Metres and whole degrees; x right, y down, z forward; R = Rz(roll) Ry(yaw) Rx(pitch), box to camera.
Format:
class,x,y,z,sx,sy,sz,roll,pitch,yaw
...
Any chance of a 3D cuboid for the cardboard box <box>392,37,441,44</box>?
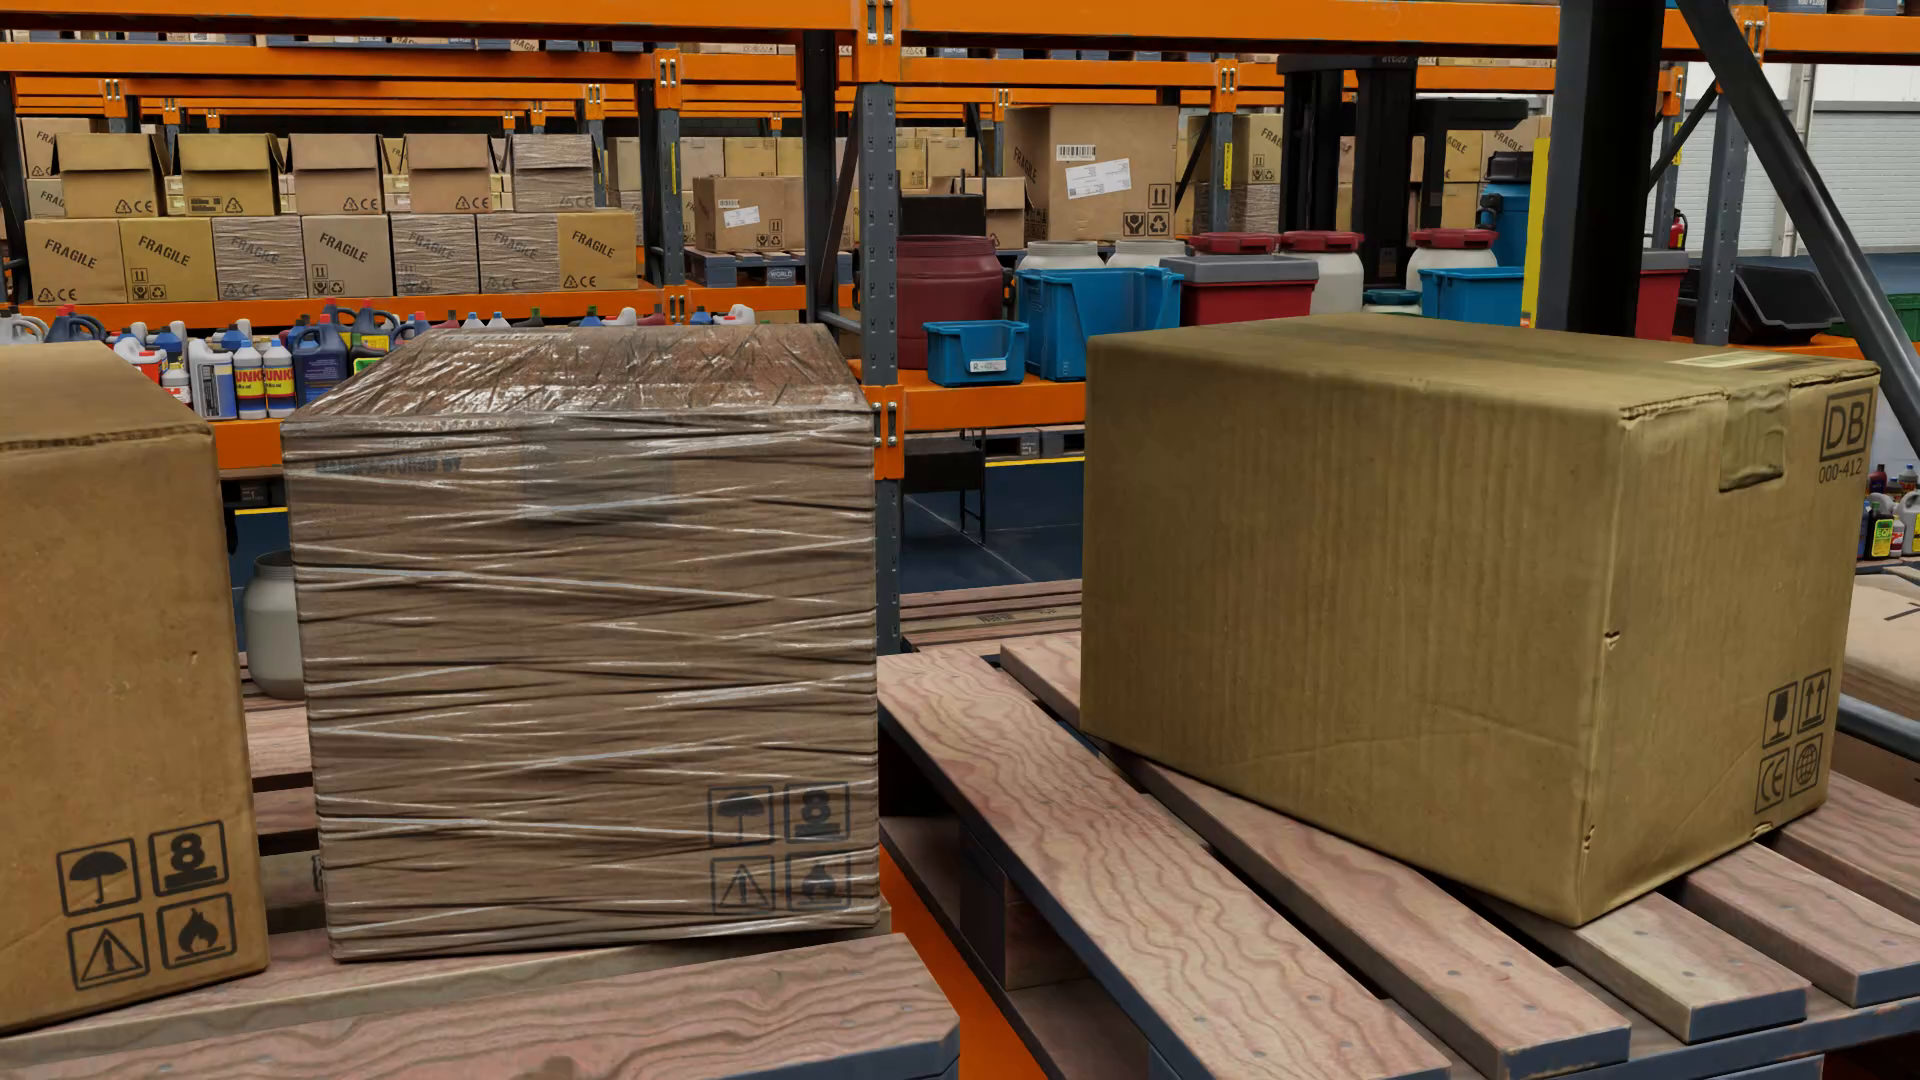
class,x,y,z,sx,sy,sz,roll,pitch,yaw
cardboard box,-4.928,-4.393,14.932,0.500,0.500,0.500,-4,14,-18

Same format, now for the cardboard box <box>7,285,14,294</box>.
class,x,y,z,sx,sy,sz,roll,pitch,yaw
cardboard box,-10.466,-2.711,19.186,0.875,0.438,0.875,-5,14,-20

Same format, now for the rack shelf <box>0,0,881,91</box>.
class,x,y,z,sx,sy,sz,roll,pitch,yaw
rack shelf,-2.352,-1.839,5.965,4.000,0.370,1.077,-4,14,-18

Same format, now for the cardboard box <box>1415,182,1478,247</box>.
class,x,y,z,sx,sy,sz,roll,pitch,yaw
cardboard box,3.615,-2.588,13.181,0.500,0.500,0.875,-4,14,-18

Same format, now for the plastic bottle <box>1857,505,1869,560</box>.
class,x,y,z,sx,sy,sz,roll,pitch,yaw
plastic bottle,4.410,-0.080,8.272,0.185,0.351,0.144,-5,14,-20

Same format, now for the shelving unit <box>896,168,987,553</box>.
class,x,y,z,sx,sy,sz,roll,pitch,yaw
shelving unit,-0.157,-1.009,9.348,0.503,2.100,0.431,-4,14,-18

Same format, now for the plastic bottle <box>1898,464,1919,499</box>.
class,x,y,z,sx,sy,sz,roll,pitch,yaw
plastic bottle,5.308,-0.289,9.321,0.097,0.271,0.097,0,13,0

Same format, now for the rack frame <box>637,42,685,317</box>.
class,x,y,z,sx,sy,sz,roll,pitch,yaw
rack frame,-2.037,-1.964,11.416,0.127,3.000,1.000,-4,14,-18

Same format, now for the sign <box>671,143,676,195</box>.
class,x,y,z,sx,sy,sz,roll,pitch,yaw
sign,-1.856,-2.405,10.771,0.005,0.325,0.100,-4,14,-18

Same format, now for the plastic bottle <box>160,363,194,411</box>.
class,x,y,z,sx,sy,sz,roll,pitch,yaw
plastic bottle,-2.692,-0.507,5.721,0.097,0.201,0.097,0,13,0

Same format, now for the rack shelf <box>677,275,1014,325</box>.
class,x,y,z,sx,sy,sz,roll,pitch,yaw
rack shelf,-0.141,-1.761,12.120,4.000,0.370,1.077,-4,14,-18

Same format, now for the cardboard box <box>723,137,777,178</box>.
class,x,y,z,sx,sy,sz,roll,pitch,yaw
cardboard box,-2.130,-3.701,16.343,0.500,0.500,0.700,-5,14,-19

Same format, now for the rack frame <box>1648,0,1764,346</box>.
class,x,y,z,sx,sy,sz,roll,pitch,yaw
rack frame,3.334,-1.173,8.090,0.127,3.000,1.000,-4,14,-18

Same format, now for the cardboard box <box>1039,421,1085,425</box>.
class,x,y,z,sx,sy,sz,roll,pitch,yaw
cardboard box,0.708,-1.185,12.594,0.500,0.500,0.700,-5,14,-18

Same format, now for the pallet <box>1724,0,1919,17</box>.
class,x,y,z,sx,sy,sz,roll,pitch,yaw
pallet,3.987,-2.615,8.079,1.003,0.211,1.213,-4,14,-18

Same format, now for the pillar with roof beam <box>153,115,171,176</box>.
class,x,y,z,sx,sy,sz,roll,pitch,yaw
pillar with roof beam,-10.149,-7.051,19.839,0.400,9.000,9.100,-4,14,-18

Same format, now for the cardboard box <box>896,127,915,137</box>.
class,x,y,z,sx,sy,sz,roll,pitch,yaw
cardboard box,-0.920,-5.097,21.569,0.500,0.500,0.700,-5,14,-19

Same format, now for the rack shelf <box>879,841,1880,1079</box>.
class,x,y,z,sx,sy,sz,roll,pitch,yaw
rack shelf,-0.776,0.707,1.743,4.000,0.370,1.077,-4,14,-18

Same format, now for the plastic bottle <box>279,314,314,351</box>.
class,x,y,z,sx,sy,sz,roll,pitch,yaw
plastic bottle,-2.601,-0.744,6.539,0.133,0.283,0.061,-4,14,-18

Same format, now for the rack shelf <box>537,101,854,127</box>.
class,x,y,z,sx,sy,sz,roll,pitch,yaw
rack shelf,-3.302,-5.394,20.910,4.000,0.370,1.077,-4,14,-18

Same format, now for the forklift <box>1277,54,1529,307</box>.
class,x,y,z,sx,sy,sz,roll,pitch,yaw
forklift,2.862,-1.761,10.710,3.031,2.935,1.130,-6,15,-25

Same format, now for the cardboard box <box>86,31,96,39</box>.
class,x,y,z,sx,sy,sz,roll,pitch,yaw
cardboard box,-7.846,-4.410,14.464,0.500,0.250,0.500,-4,14,-16

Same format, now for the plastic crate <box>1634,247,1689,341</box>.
class,x,y,z,sx,sy,sz,roll,pitch,yaw
plastic crate,2.973,-1.101,7.650,0.583,0.464,0.402,-4,14,-18

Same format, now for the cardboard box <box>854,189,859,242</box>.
class,x,y,z,sx,sy,sz,roll,pitch,yaw
cardboard box,-1.099,-3.231,16.528,0.500,0.500,0.500,-4,14,-17

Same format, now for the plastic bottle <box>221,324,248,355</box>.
class,x,y,z,sx,sy,sz,roll,pitch,yaw
plastic bottle,-2.749,-0.685,6.317,0.097,0.271,0.097,0,13,0

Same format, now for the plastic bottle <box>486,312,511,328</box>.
class,x,y,z,sx,sy,sz,roll,pitch,yaw
plastic bottle,-1.872,-0.790,6.760,0.097,0.271,0.097,0,13,0

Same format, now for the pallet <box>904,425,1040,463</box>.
class,x,y,z,sx,sy,sz,roll,pitch,yaw
pallet,-0.141,-0.754,12.355,1.213,0.211,1.003,-4,14,-18

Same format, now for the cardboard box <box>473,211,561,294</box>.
class,x,y,z,sx,sy,sz,roll,pitch,yaw
cardboard box,-2.900,-1.886,10.873,0.500,0.500,0.500,-5,14,-19

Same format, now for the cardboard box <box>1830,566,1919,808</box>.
class,x,y,z,sx,sy,sz,roll,pitch,yaw
cardboard box,1.478,0.235,2.364,0.500,0.311,0.500,-4,14,-15

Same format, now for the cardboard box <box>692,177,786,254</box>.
class,x,y,z,sx,sy,sz,roll,pitch,yaw
cardboard box,-1.538,-2.265,11.560,0.500,0.500,0.500,-6,15,-25

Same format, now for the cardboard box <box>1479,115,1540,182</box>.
class,x,y,z,sx,sy,sz,roll,pitch,yaw
cardboard box,4.156,-3.065,13.025,0.500,0.500,0.500,-4,14,-18

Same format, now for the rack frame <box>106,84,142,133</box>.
class,x,y,z,sx,sy,sz,roll,pitch,yaw
rack frame,-7.314,-2.764,14.779,0.127,3.000,1.000,-4,14,-18

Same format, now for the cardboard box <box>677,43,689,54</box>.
class,x,y,z,sx,sy,sz,roll,pitch,yaw
cardboard box,-1.664,-3.439,11.460,0.500,0.250,0.500,-4,14,-18

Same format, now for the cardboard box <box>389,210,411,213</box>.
class,x,y,z,sx,sy,sz,roll,pitch,yaw
cardboard box,-3.557,-1.959,11.180,0.500,0.500,0.500,-5,14,-19

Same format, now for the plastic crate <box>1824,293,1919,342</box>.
class,x,y,z,sx,sy,sz,roll,pitch,yaw
plastic crate,4.711,-1.108,8.276,0.662,0.188,0.450,-4,14,-18

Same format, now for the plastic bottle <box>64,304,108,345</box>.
class,x,y,z,sx,sy,sz,roll,pitch,yaw
plastic bottle,-3.306,-0.711,6.258,0.185,0.351,0.144,-4,14,-18

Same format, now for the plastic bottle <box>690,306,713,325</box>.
class,x,y,z,sx,sy,sz,roll,pitch,yaw
plastic bottle,-1.089,-0.851,7.017,0.097,0.271,0.097,0,13,0

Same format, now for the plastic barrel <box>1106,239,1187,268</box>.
class,x,y,z,sx,sy,sz,roll,pitch,yaw
plastic barrel,0.849,-1.086,7.483,0.421,0.512,0.421,0,13,0

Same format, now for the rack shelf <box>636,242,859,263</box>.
class,x,y,z,sx,sy,sz,roll,pitch,yaw
rack shelf,-1.627,-2.857,16.724,4.000,0.370,1.077,-4,14,-18

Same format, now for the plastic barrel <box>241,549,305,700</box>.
class,x,y,z,sx,sy,sz,roll,pitch,yaw
plastic barrel,-2.492,0.313,6.313,0.421,0.512,0.421,0,13,0

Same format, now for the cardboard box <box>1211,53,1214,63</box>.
class,x,y,z,sx,sy,sz,roll,pitch,yaw
cardboard box,2.103,-3.736,12.709,0.500,0.250,0.500,-4,14,-16

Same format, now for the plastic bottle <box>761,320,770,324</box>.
class,x,y,z,sx,sy,sz,roll,pitch,yaw
plastic bottle,-0.704,-0.697,6.344,0.133,0.283,0.061,-4,14,-18

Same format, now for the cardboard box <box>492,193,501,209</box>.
class,x,y,z,sx,sy,sz,roll,pitch,yaw
cardboard box,-4.347,-3.109,15.225,0.250,0.149,0.380,-4,14,-17

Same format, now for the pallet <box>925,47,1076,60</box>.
class,x,y,z,sx,sy,sz,roll,pitch,yaw
pallet,0.153,-3.527,11.914,1.003,0.211,1.213,-4,14,-18

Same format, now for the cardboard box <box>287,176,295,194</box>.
class,x,y,z,sx,sy,sz,roll,pitch,yaw
cardboard box,-5.808,-3.141,14.714,0.250,0.149,0.380,-5,14,-19

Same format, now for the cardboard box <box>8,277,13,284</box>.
class,x,y,z,sx,sy,sz,roll,pitch,yaw
cardboard box,-12.934,-3.702,23.219,0.500,0.500,0.700,-4,14,-16

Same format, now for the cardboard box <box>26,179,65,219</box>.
class,x,y,z,sx,sy,sz,roll,pitch,yaw
cardboard box,-7.682,-2.859,14.323,0.500,0.500,0.500,-4,14,-18

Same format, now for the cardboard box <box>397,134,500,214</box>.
class,x,y,z,sx,sy,sz,roll,pitch,yaw
cardboard box,-3.353,-2.402,10.877,0.637,0.503,0.797,-4,14,-17

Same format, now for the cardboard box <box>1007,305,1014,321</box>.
class,x,y,z,sx,sy,sz,roll,pitch,yaw
cardboard box,0.887,-2.556,17.590,0.875,0.875,0.875,-4,14,-17
